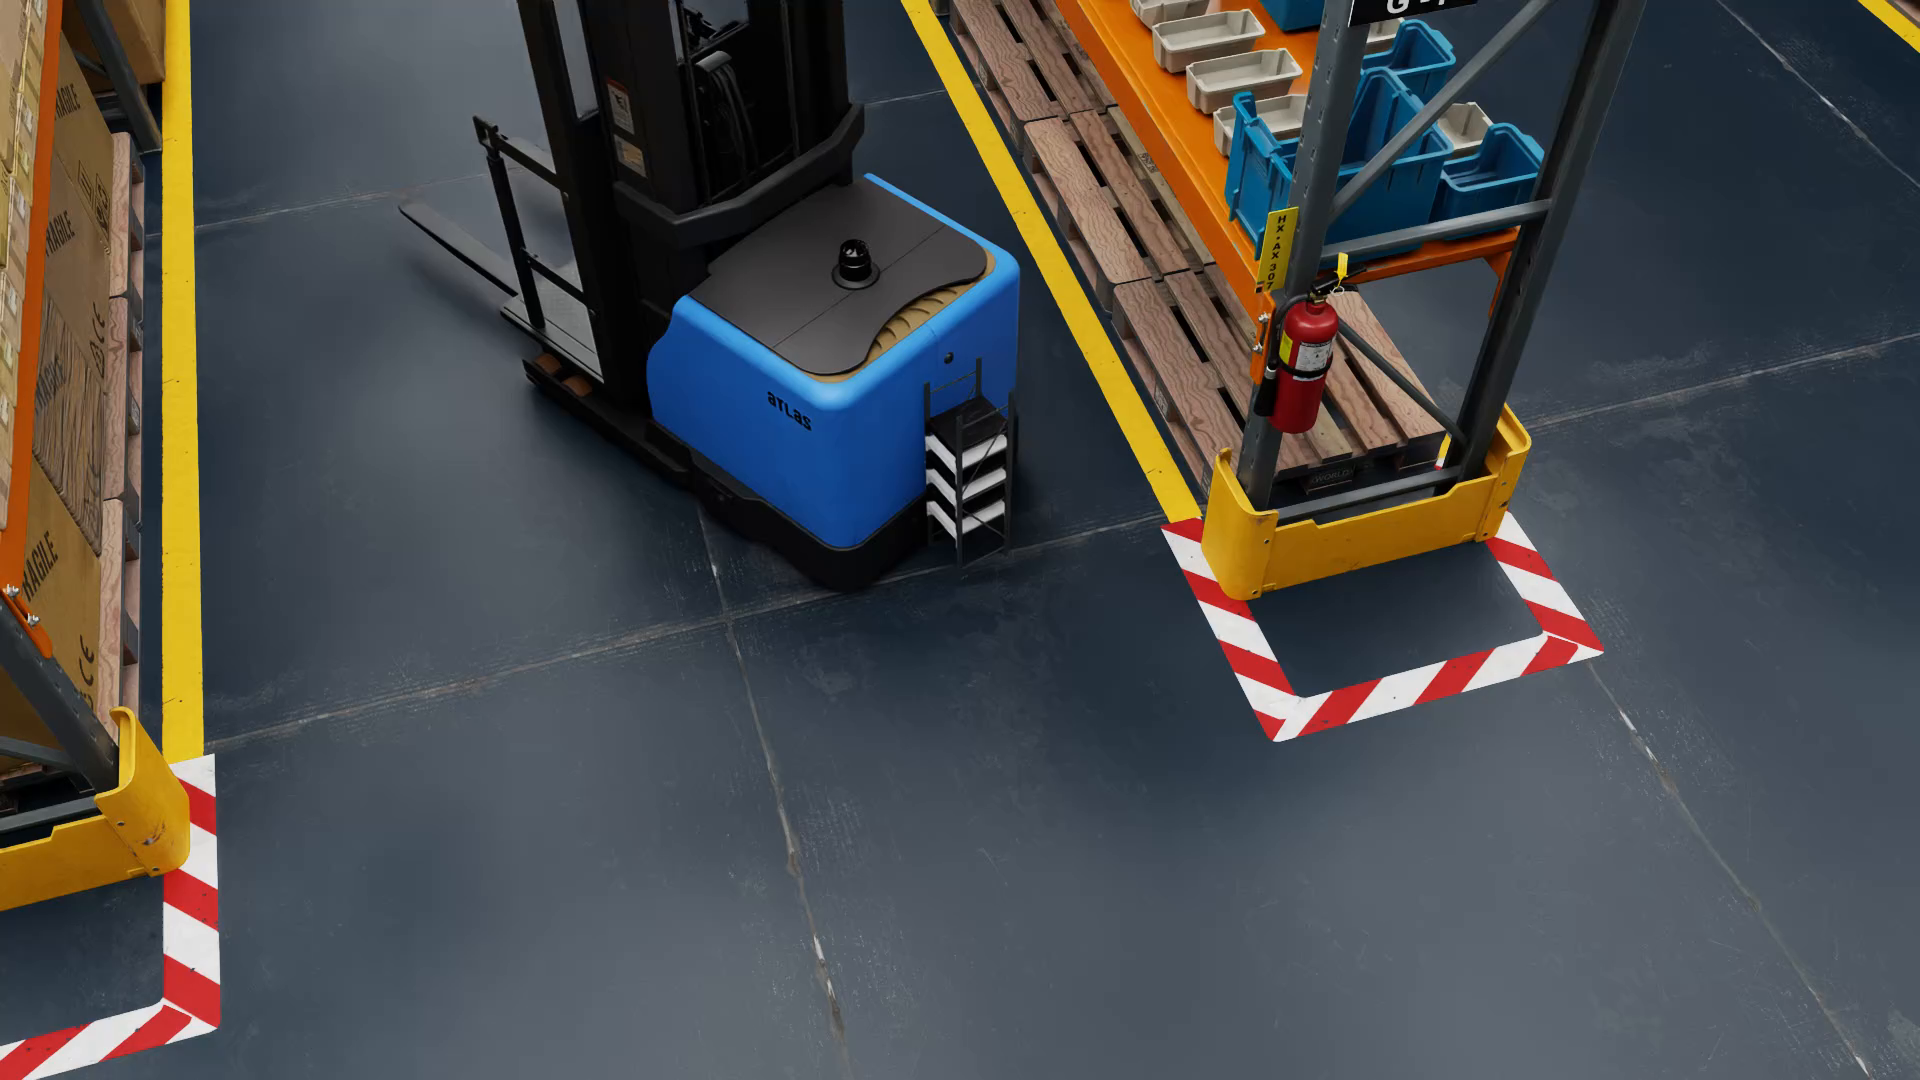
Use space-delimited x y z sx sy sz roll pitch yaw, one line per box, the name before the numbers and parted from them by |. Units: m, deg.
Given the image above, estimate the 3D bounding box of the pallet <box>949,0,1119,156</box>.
pallet | 0.589 -2.488 8.499 1.003 0.211 1.213 -13 51 -11

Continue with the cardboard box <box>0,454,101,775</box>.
cardboard box | -3.480 0.226 5.502 0.875 0.875 0.875 -13 51 -11

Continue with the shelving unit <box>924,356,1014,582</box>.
shelving unit | 0.032 -0.246 6.158 0.258 0.900 0.210 -27 55 -21

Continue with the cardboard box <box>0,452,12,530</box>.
cardboard box | -3.004 -0.127 4.849 0.380 0.149 0.250 -13 51 -11

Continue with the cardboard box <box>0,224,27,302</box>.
cardboard box | -3.310 -0.877 5.481 0.380 0.149 0.250 -14 51 -12

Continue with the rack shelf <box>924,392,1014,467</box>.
rack shelf | 0.032 -0.398 5.977 0.258 0.077 0.200 -27 55 -21

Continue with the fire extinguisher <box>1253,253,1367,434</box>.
fire extinguisher | 1.128 -0.636 5.408 0.296 0.674 0.183 -13 51 -11

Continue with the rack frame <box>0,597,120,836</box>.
rack frame | -3.214 0.126 4.471 1.000 3.000 0.127 -13 51 -11

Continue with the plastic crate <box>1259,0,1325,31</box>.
plastic crate | 1.369 -2.175 6.482 0.416 0.233 0.300 -13 51 -11

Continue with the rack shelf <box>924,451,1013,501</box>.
rack shelf | 0.032 -0.282 6.115 0.258 0.077 0.200 -27 55 -21

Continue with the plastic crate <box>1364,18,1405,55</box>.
plastic crate | 1.542 -1.931 6.339 0.250 0.136 0.298 -13 51 -11

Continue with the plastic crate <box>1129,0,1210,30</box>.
plastic crate | 0.820 -2.108 6.488 0.298 0.136 0.250 -13 51 -11

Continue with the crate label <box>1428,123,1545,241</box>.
crate label | 1.759 -1.214 5.671 0.416 0.233 0.303 -13 51 -11

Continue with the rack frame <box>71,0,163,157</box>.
rack frame | -4.397 -2.795 6.934 1.000 3.000 0.127 -13 51 -11

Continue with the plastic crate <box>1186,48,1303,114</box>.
plastic crate | 1.031 -1.698 6.142 0.396 0.136 0.243 -13 51 -11

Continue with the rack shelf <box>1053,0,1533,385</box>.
rack shelf | 0.926 -2.223 6.922 1.077 0.370 4.000 -13 51 -11

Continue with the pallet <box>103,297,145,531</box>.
pallet | -3.883 -0.431 6.765 1.003 0.211 1.213 -13 51 -11

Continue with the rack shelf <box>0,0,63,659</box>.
rack shelf | -3.806 -1.103 5.978 1.077 0.370 4.000 -13 51 -11

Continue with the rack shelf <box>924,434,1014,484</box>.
rack shelf | 0.032 -0.340 6.046 0.258 0.077 0.200 -27 55 -21

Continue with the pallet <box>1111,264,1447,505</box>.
pallet | 1.310 -0.706 6.997 1.003 0.211 1.213 -13 51 -11

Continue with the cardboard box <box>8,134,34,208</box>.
cardboard box | -3.460 -1.250 5.796 0.380 0.149 0.250 -14 51 -12

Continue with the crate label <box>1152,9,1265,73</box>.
crate label | 0.926 -1.896 6.309 0.396 0.136 0.243 -13 51 -11

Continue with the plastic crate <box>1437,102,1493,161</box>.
plastic crate | 1.743 -1.436 5.921 0.250 0.136 0.298 -13 51 -11

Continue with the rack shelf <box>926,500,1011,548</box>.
rack shelf | 0.032 -0.108 6.321 0.258 0.077 0.200 -27 55 -21

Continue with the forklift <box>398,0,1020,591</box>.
forklift | -1.200 -1.741 6.091 3.031 2.935 1.130 34 58 25

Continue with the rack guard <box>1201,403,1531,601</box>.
rack guard | 1.537 -0.173 6.359 1.175 0.500 0.348 -13 51 -11

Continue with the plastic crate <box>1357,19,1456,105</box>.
plastic crate | 1.564 -1.695 6.077 0.416 0.233 0.300 -13 51 -11

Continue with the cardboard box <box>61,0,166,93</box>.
cardboard box | -4.605 -2.709 7.976 1.225 0.875 0.875 -13 51 -11

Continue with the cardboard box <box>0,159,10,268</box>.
cardboard box | -3.403 -1.079 5.391 0.500 0.250 0.500 -15 51 -12

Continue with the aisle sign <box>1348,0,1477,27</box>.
aisle sign | 1.259 -1.713 4.321 0.394 0.787 0.004 -13 51 -11

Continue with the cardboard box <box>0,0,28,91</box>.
cardboard box | -3.709 -1.830 6.024 0.500 0.250 0.500 -12 51 -10

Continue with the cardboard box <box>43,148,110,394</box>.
cardboard box | -4.012 -1.088 6.610 0.875 0.875 0.875 -13 51 -11

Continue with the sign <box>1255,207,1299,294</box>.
sign | 0.997 -0.910 5.238 0.100 0.325 0.005 -13 51 -11

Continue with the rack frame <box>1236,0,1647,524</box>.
rack frame | 1.517 -0.994 5.415 1.000 3.000 0.127 -13 51 -11

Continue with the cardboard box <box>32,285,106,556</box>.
cardboard box | -3.749 -0.438 6.062 0.875 0.875 0.875 -13 51 -11

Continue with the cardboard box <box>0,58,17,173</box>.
cardboard box | -3.563 -1.459 5.711 0.500 0.250 0.500 -14 51 -12

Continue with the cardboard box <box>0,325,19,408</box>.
cardboard box | -3.157 -0.501 5.164 0.380 0.149 0.250 -14 51 -12

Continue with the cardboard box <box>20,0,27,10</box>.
cardboard box | -3.860 -2.202 6.338 0.500 0.250 0.500 -12 51 -10

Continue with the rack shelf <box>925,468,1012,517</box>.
rack shelf | 0.032 -0.224 6.184 0.258 0.077 0.200 -27 55 -21

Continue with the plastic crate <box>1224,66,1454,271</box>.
plastic crate | 1.240 -1.227 5.550 0.616 0.435 0.499 -13 51 -11

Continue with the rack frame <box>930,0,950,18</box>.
rack frame | 0.334 -3.915 7.878 1.000 3.000 0.127 -13 51 -11

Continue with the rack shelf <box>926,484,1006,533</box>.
rack shelf | 0.032 -0.166 6.253 0.258 0.077 0.200 -27 55 -21

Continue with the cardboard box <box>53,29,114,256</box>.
cardboard box | -4.278 -1.746 7.164 0.875 0.875 0.875 -13 51 -11

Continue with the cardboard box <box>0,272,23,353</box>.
cardboard box | -3.235 -0.691 5.325 0.380 0.149 0.250 -14 51 -12

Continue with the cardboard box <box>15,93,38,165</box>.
cardboard box | -3.539 -1.441 5.957 0.380 0.149 0.250 -13 51 -10

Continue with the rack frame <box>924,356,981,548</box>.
rack frame | -0.025 -0.310 6.213 0.240 0.900 0.006 -27 55 -21

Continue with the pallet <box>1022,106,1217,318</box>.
pallet | 0.953 -1.595 7.747 1.003 0.211 1.213 -13 51 -11

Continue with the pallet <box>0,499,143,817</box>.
pallet | -3.525 0.459 6.015 1.003 0.211 1.213 -13 51 -11

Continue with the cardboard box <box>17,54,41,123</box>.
cardboard box | -3.614 -1.627 6.114 0.380 0.149 0.250 -14 51 -12

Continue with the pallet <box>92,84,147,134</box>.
pallet | -4.697 -2.443 8.461 1.003 0.211 1.213 -13 51 -11

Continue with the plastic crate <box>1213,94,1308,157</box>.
plastic crate | 1.103 -1.483 5.961 0.396 0.136 0.243 -13 51 -11

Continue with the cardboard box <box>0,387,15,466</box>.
cardboard box | -3.081 -0.314 5.007 0.380 0.149 0.250 -14 51 -12

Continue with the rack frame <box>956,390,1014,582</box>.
rack frame | 0.089 -0.181 6.104 0.240 0.900 0.006 -27 55 -21

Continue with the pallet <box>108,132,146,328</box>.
pallet | -4.247 -1.323 7.517 1.003 0.211 1.213 -13 51 -11

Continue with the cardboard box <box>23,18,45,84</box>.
cardboard box | -3.689 -1.814 6.271 0.380 0.149 0.250 -12 51 -10

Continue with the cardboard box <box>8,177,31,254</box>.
cardboard box | -3.386 -1.065 5.640 0.380 0.149 0.250 -14 51 -11

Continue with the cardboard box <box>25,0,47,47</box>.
cardboard box | -3.766 -2.002 6.430 0.380 0.149 0.250 -12 51 -10

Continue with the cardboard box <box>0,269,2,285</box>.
cardboard box | -3.258 -0.711 5.081 0.500 0.250 0.500 -14 51 -11

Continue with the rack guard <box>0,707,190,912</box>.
rack guard | -3.207 0.949 5.412 1.175 0.500 0.348 -13 51 -11

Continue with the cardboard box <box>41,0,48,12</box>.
cardboard box | -3.842 -2.190 6.588 0.380 0.149 0.250 -14 51 -12
